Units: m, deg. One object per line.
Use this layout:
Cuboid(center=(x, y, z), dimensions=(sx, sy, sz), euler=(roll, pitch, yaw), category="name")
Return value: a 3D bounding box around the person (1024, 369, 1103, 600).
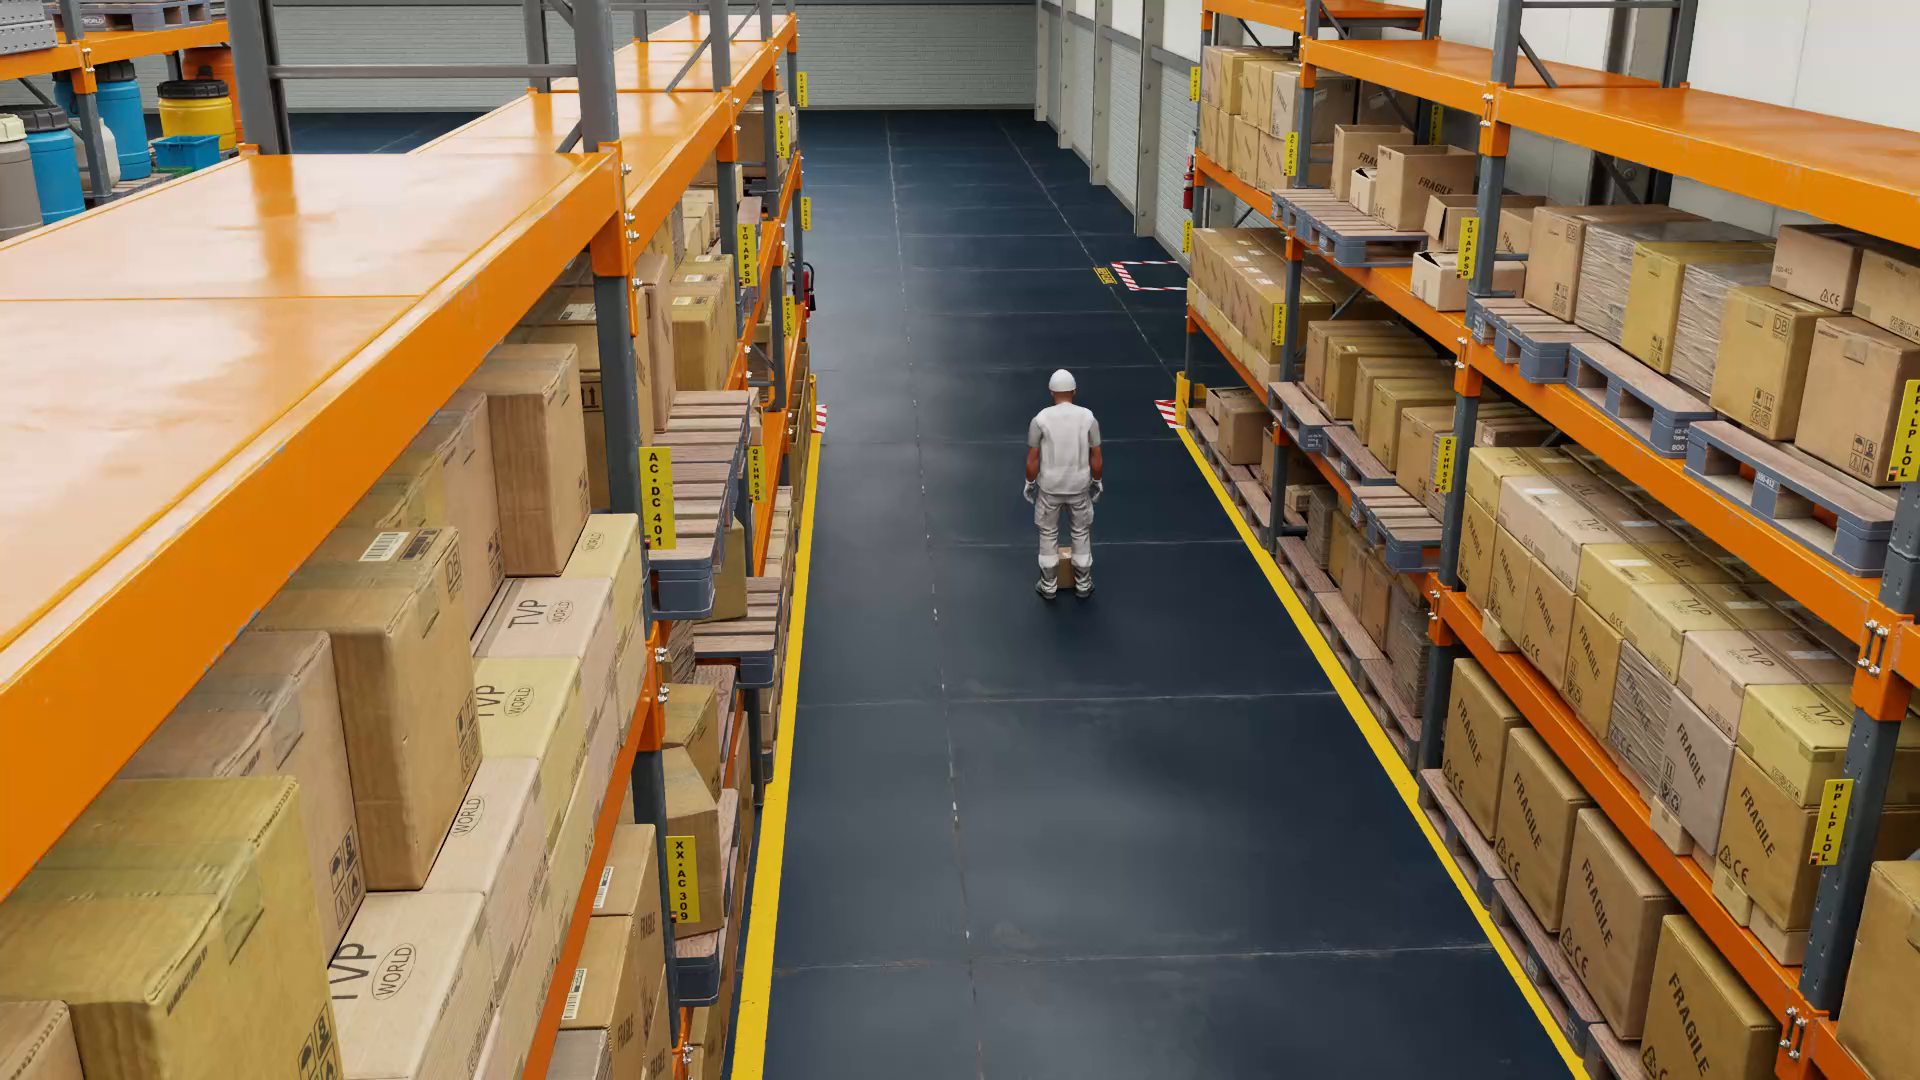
Cuboid(center=(0.792, -0.415, 12.682), dimensions=(0.609, 1.779, 0.449), euler=(-1, 20, -3), category="person")
